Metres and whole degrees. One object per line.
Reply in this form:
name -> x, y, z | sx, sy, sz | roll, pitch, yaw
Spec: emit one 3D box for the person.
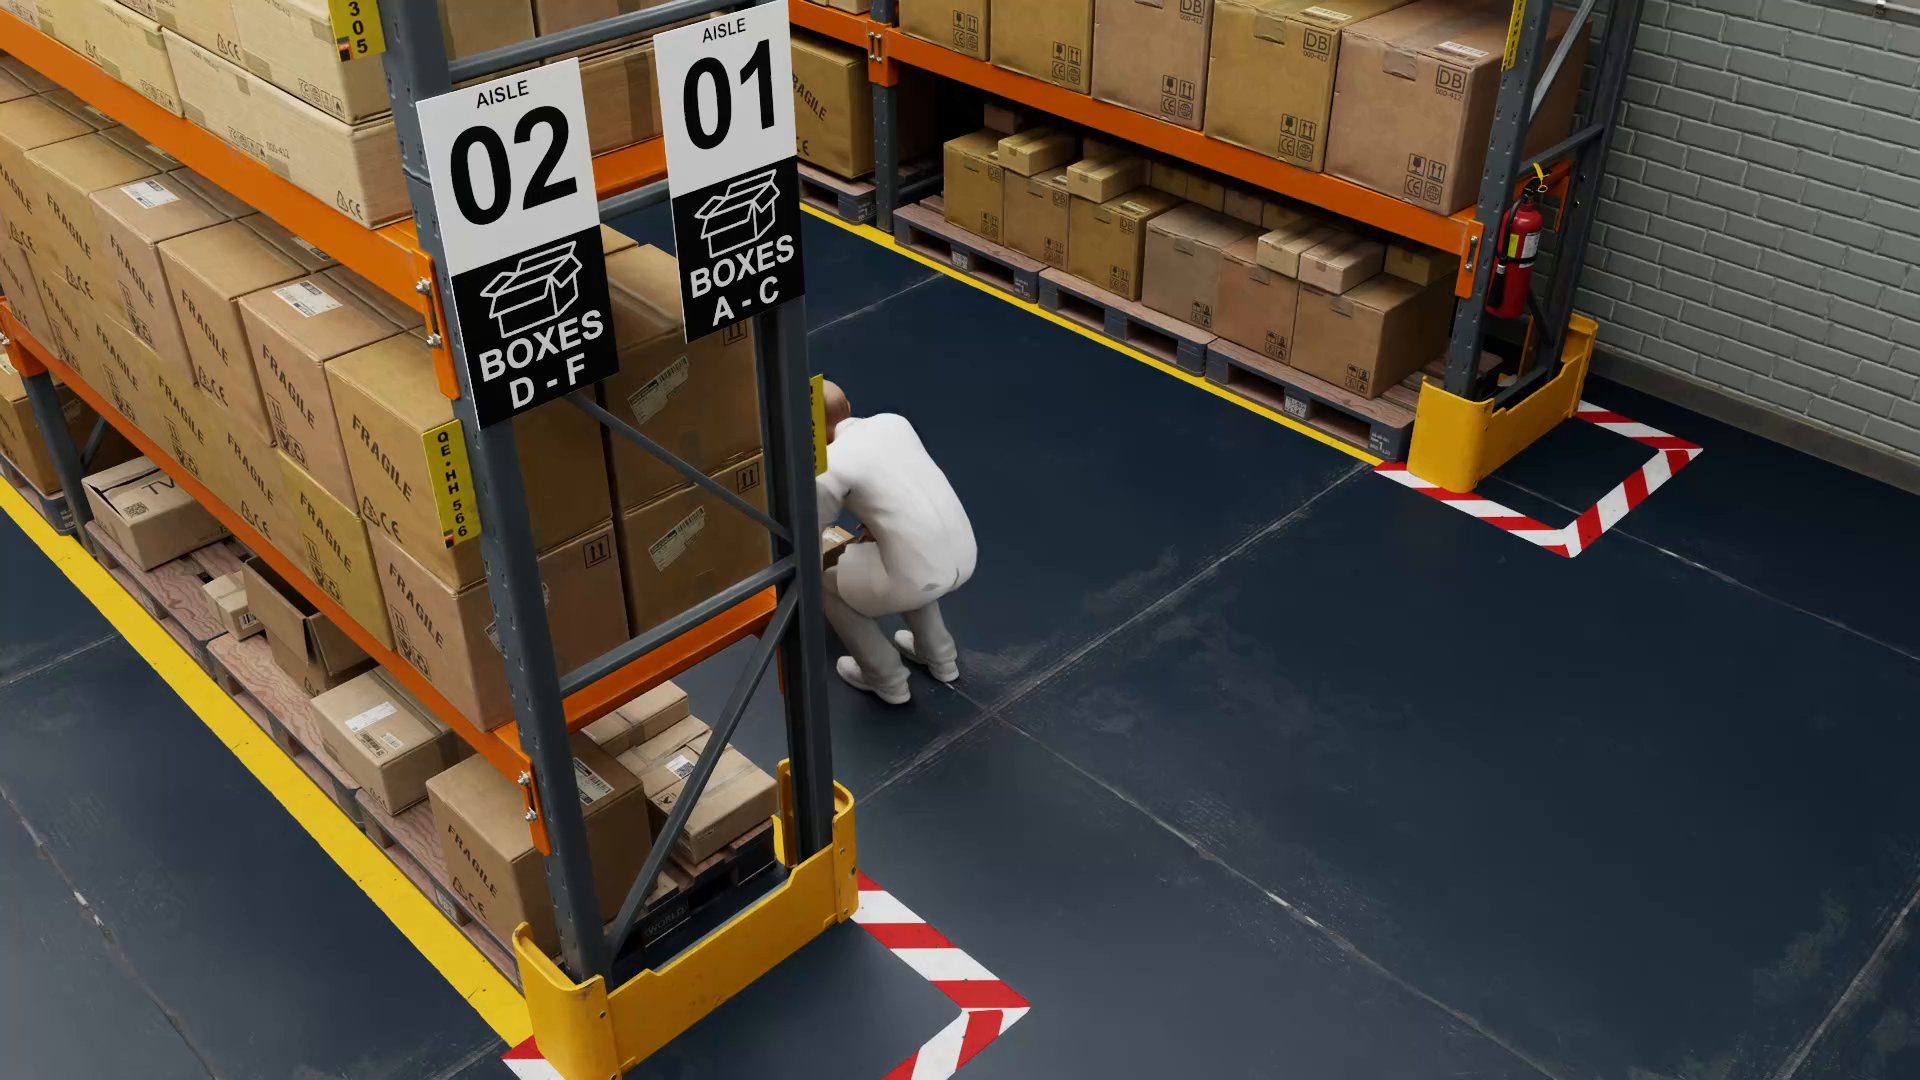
person -> -0.305, 0.032, 6.551 | 0.786, 1.277, 0.633 | 30, 45, 35
